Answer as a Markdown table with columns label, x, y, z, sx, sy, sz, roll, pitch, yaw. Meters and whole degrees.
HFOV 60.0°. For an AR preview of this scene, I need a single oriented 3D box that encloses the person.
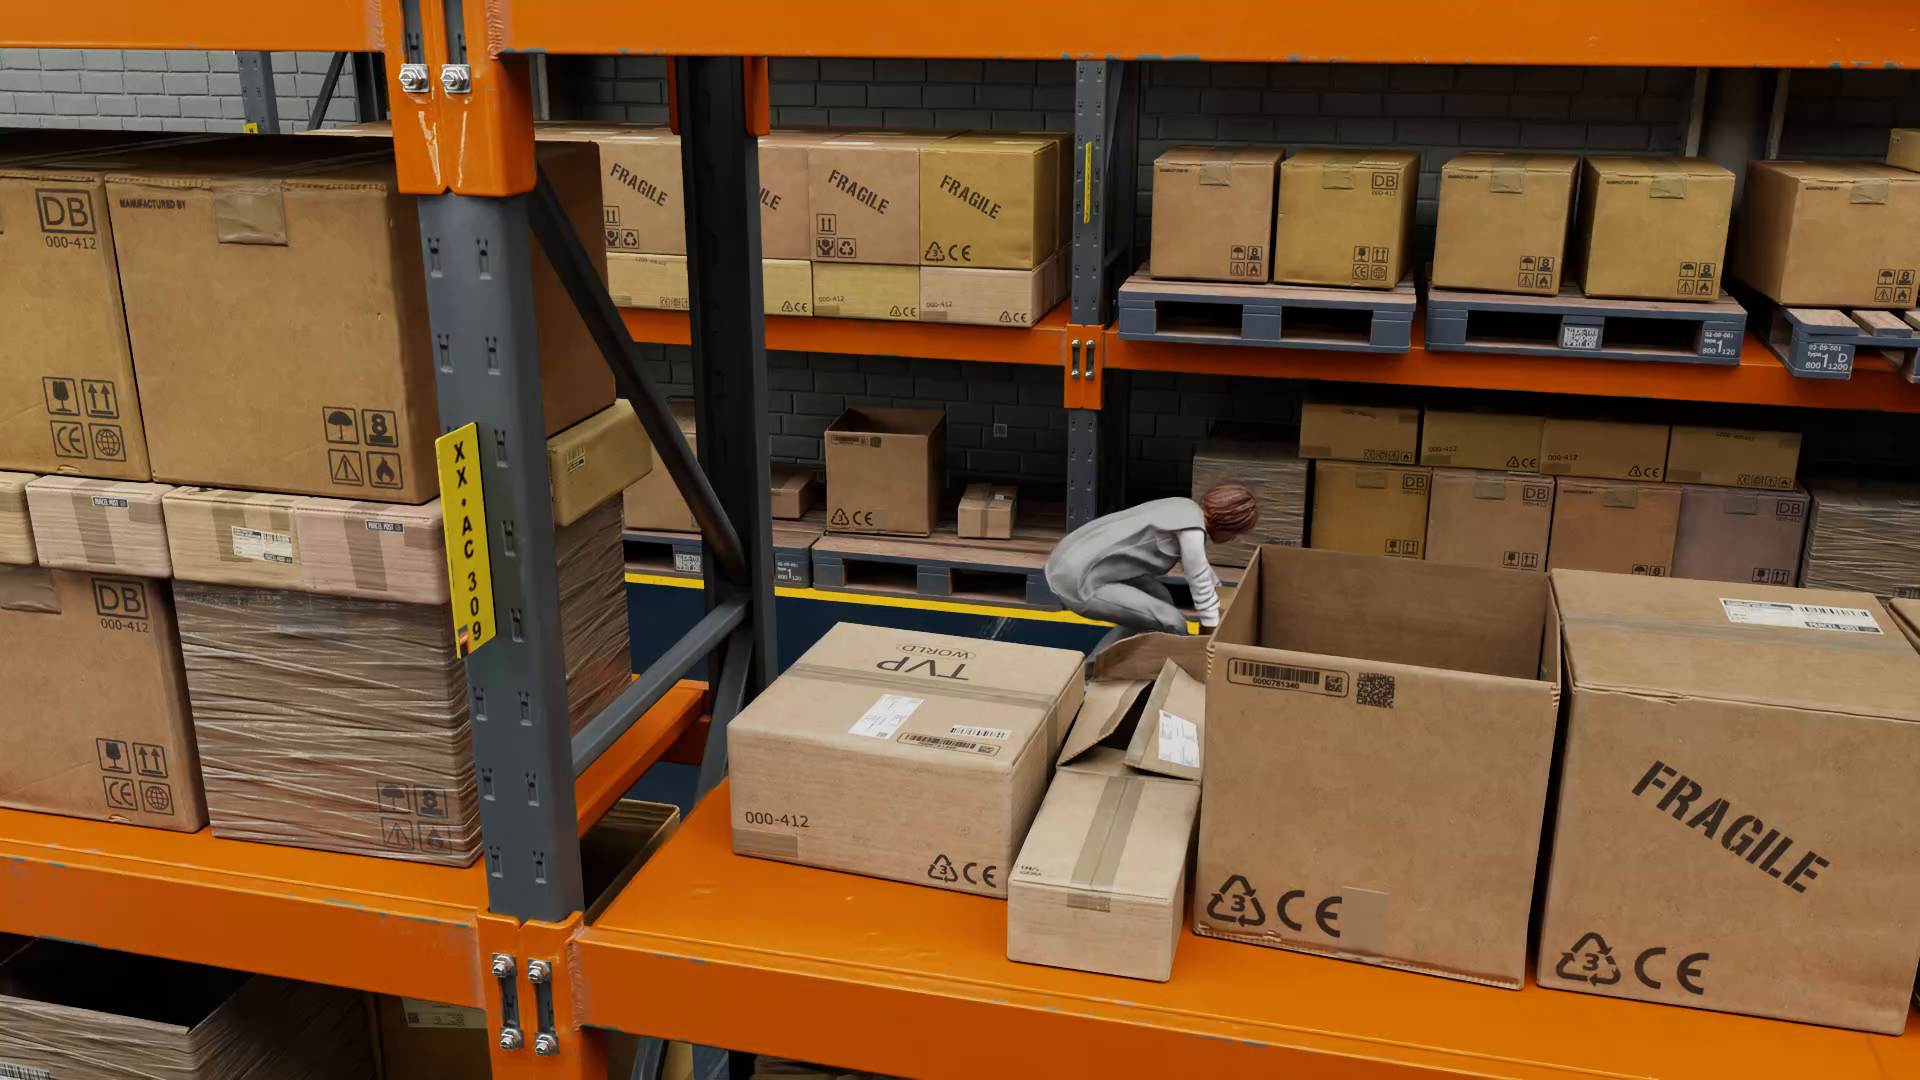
| label | x | y | z | sx | sy | sz | roll | pitch | yaw |
| --- | --- | --- | --- | --- | --- | --- | --- | --- | --- |
| person | 0.756 | 0.229 | 6.507 | 0.859 | 0.892 | 0.421 | 0 | 19 | 0 |
